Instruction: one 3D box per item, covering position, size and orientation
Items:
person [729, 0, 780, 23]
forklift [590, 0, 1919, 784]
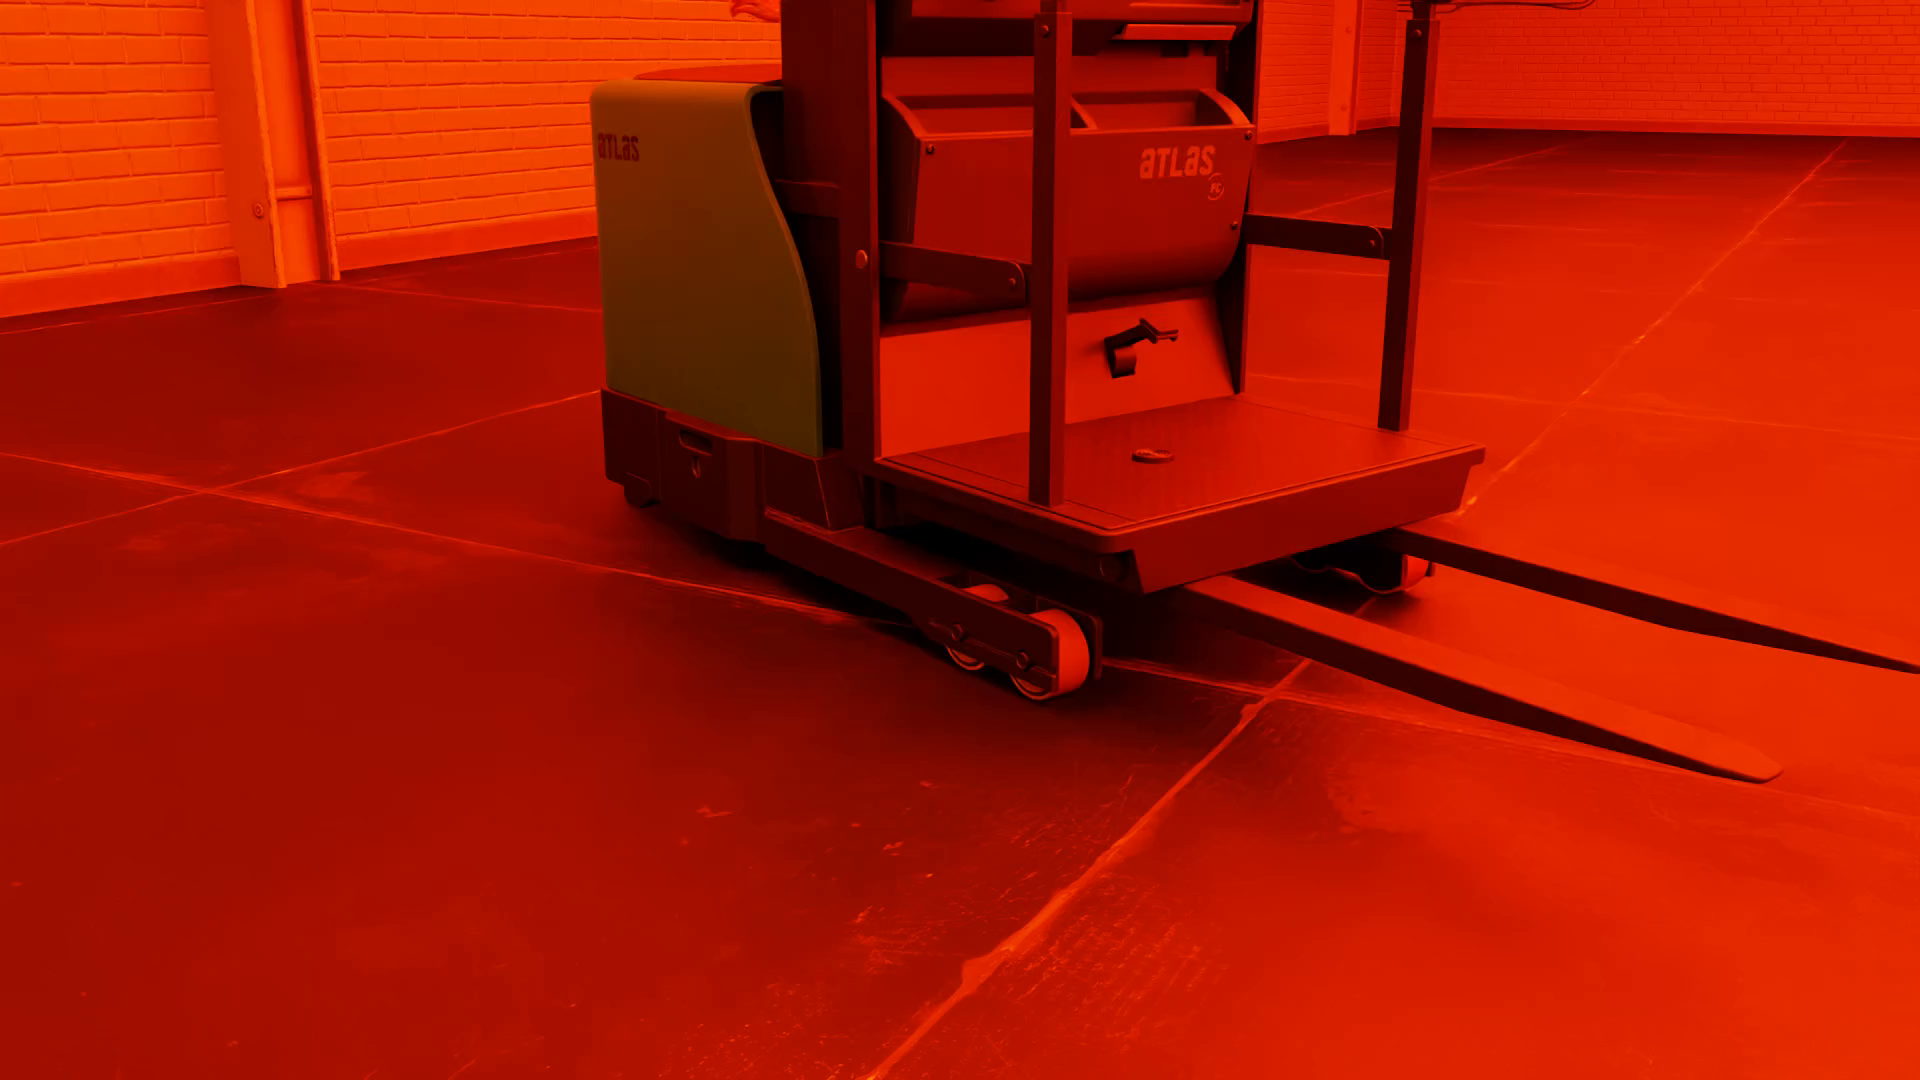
[{"bbox_3d":[-0.131,-1.129,5.132,1.081,1.598,0.833,-1,16,-3],"label":"person"},{"bbox_3d":[0.378,-1.271,3.167,1.130,2.935,3.031,-13,21,-36],"label":"forklift"}]
